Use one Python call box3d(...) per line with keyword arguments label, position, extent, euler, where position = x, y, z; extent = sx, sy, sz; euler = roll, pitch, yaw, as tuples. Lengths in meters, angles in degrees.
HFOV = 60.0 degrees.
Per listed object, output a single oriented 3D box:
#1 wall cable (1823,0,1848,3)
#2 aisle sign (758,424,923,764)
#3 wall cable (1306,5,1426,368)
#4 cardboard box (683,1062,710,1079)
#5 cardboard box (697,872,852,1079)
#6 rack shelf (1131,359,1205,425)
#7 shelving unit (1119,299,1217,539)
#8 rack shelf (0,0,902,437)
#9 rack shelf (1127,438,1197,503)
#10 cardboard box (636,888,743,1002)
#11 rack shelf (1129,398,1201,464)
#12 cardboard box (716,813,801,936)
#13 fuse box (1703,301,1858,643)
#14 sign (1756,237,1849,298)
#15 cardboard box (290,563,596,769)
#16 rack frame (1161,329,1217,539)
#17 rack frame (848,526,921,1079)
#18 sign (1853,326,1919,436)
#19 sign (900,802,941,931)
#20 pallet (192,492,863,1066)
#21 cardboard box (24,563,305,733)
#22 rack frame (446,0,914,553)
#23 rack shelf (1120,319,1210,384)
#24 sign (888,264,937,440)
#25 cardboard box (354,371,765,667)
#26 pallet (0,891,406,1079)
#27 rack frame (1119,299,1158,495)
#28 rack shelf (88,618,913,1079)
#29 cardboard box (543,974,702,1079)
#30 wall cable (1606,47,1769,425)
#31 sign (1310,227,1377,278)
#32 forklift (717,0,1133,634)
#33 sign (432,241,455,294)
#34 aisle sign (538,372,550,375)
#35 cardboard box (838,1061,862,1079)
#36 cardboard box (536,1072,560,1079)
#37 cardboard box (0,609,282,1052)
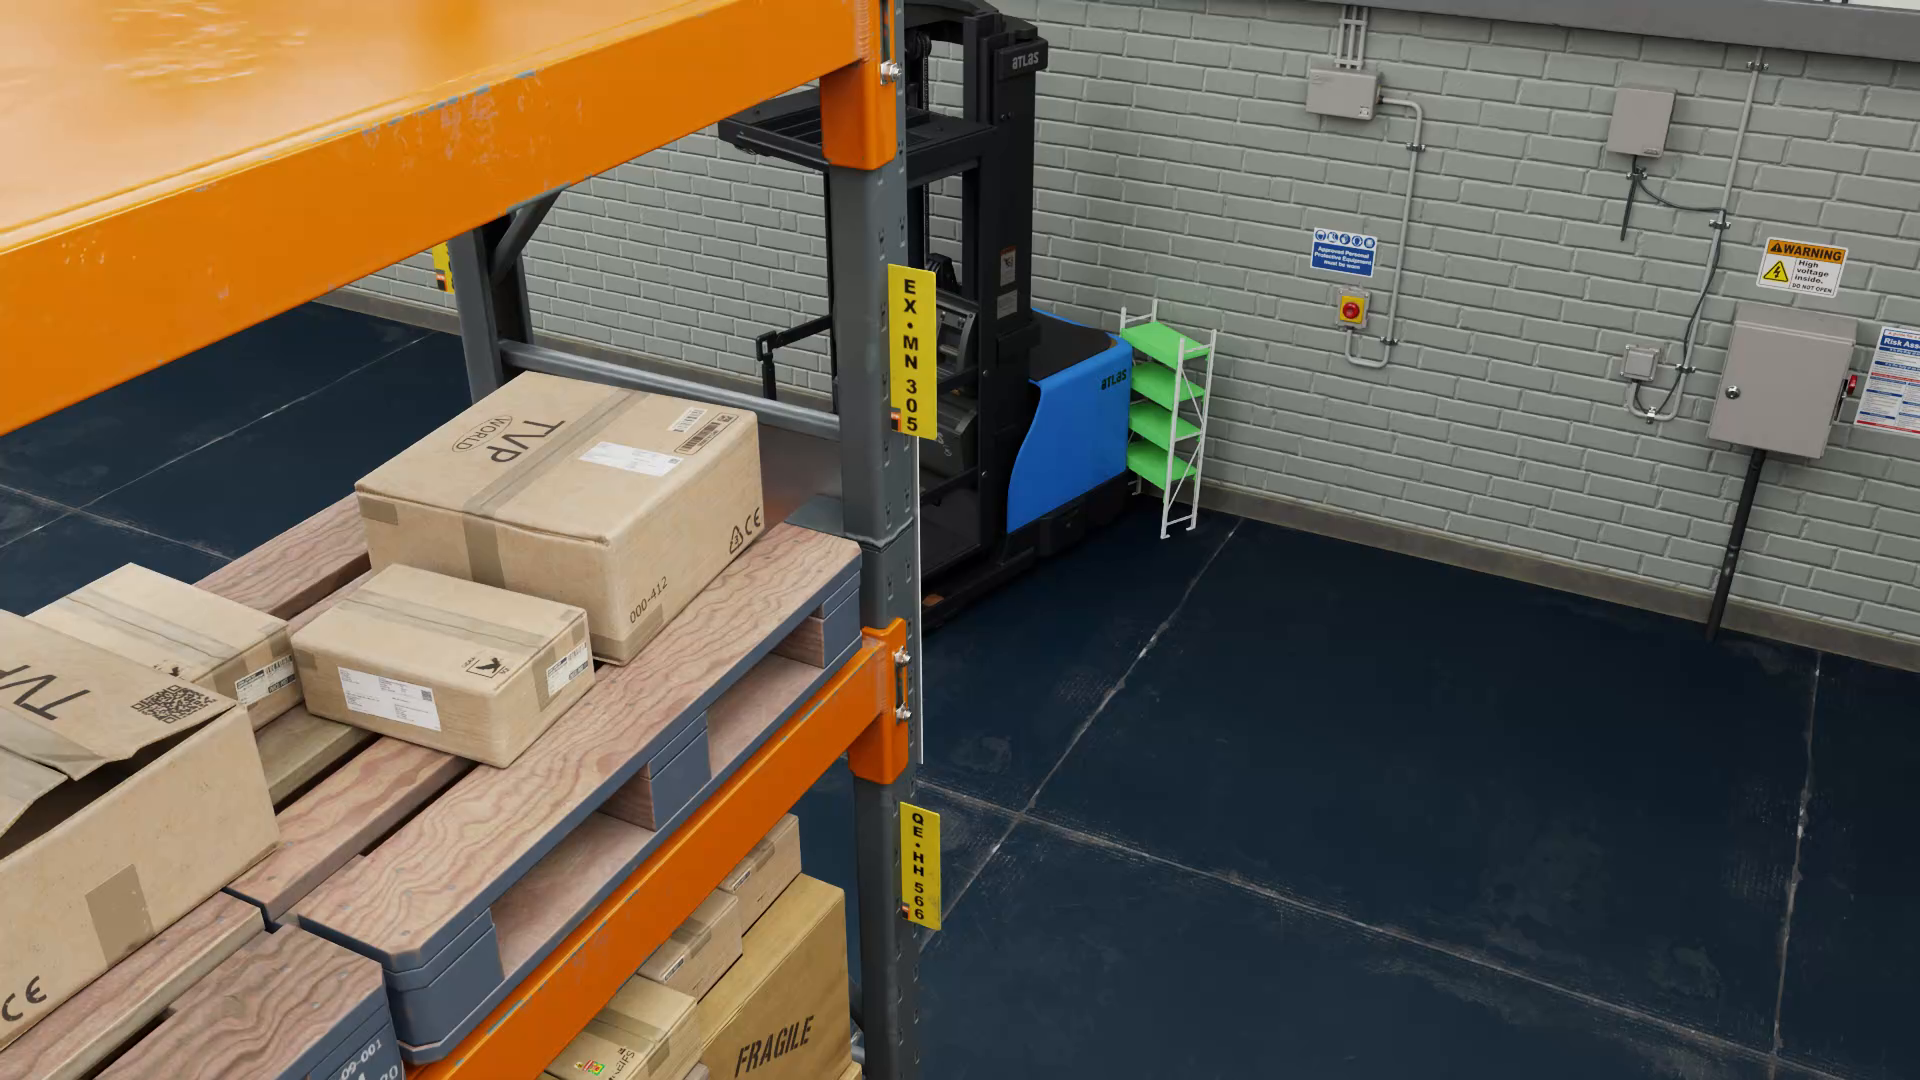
box3d(label="wall cable", position=(4.907, -3.198, 5.746), extent=(2.988, 3.039, 0.133), euler=(14, 33, 23))
box3d(label="aisle sign", position=(-0.256, 0.096, 3.461), extent=(0.394, 0.787, 0.004), euler=(14, 33, 23))
box3d(label="wall cable", position=(1.983, -1.775, 8.277), extent=(0.585, 1.953, 0.123), euler=(14, 33, 23))
box3d(label="cardboard box", position=(-0.785, 1.214, 3.020), extent=(0.500, 0.500, 0.500), euler=(14, 33, 23))
box3d(label="cardboard box", position=(-0.573, 0.975, 3.435), extent=(0.500, 0.500, 0.500), euler=(15, 33, 25))
box3d(label="rack shelf", position=(1.105, -0.816, 9.103), extent=(0.258, 0.148, 0.480), euler=(-17, 35, -29))
box3d(label="shelving unit", position=(1.101, -0.663, 9.191), extent=(0.258, 1.200, 0.503), euler=(-17, 35, -29))
box3d(label="rack shelf", position=(-1.476, -0.045, 1.416), extent=(1.077, 0.370, 4.000), euler=(14, 33, 23))
box3d(label="rack shelf", position=(1.093, -0.399, 9.342), extent=(0.258, 0.148, 0.480), euler=(-17, 35, -29))
box3d(label="cardboard box", position=(-0.644, 0.749, 3.178), extent=(0.380, 0.149, 0.250), euler=(15, 33, 24))
box3d(label="rack shelf", position=(1.099, -0.608, 9.223), extent=(0.258, 0.148, 0.480), euler=(-17, 35, -29))
box3d(label="cardboard box", position=(-0.550, 0.631, 3.384), extent=(0.380, 0.149, 0.250), euler=(15, 33, 24))
box3d(label="fuse box", position=(3.787, -0.221, 7.916), extent=(0.539, 1.711, 0.414), euler=(14, 33, 23))
box3d(label="sign", position=(3.832, -1.242, 7.571), extent=(0.339, 0.242, 0.001), euler=(14, 33, 23))
box3d(label="cardboard box", position=(-0.810, 0.191, 2.623), extent=(0.380, 0.149, 0.250), euler=(12, 32, 19))
box3d(label="rack frame", position=(1.236, -0.559, 9.016), extent=(0.240, 1.200, 0.015), euler=(-17, 35, -29))
box3d(label="rack frame", position=(-0.565, 1.184, 4.175), extent=(1.000, 3.000, 0.127), euler=(14, 33, 23))
box3d(label="sign", position=(4.321, -0.718, 7.583), extent=(0.329, 0.494, 0.001), euler=(14, 33, 23))
box3d(label="sign", position=(-0.088, 0.709, 3.603), extent=(0.100, 0.325, 0.005), euler=(14, 33, 23))
box3d(label="pallet", position=(-0.894, 0.253, 2.874), extent=(1.003, 0.211, 1.213), euler=(14, 33, 23))
box3d(label="cardboard box", position=(-1.265, 0.197, 2.612), extent=(0.380, 0.149, 0.250), euler=(16, 33, 25))
box3d(label="rack frame", position=(-0.565, -1.417, 2.681), extent=(1.000, 3.000, 0.127), euler=(14, 33, 23))
box3d(label="rack shelf", position=(1.111, -1.024, 8.984), extent=(0.258, 0.148, 0.480), euler=(-17, 35, -29))
box3d(label="sign", position=(-0.088, -0.337, 3.002), extent=(0.100, 0.325, 0.005), euler=(14, 33, 23))
box3d(label="cardboard box", position=(-0.690, -0.057, 2.953), extent=(0.500, 0.250, 0.500), euler=(11, 32, 19))
box3d(label="pallet", position=(-1.448, 0.796, 1.928), extent=(1.003, 0.211, 1.213), euler=(14, 33, 23))
box3d(label="rack frame", position=(0.965, -0.767, 9.365), extent=(0.240, 1.200, 0.015), euler=(-17, 35, -29))
box3d(label="rack shelf", position=(-1.476, 1.082, 2.063), extent=(1.077, 0.370, 4.000), euler=(14, 33, 23))
box3d(label="cardboard box", position=(-0.687, 0.882, 2.946), extent=(0.380, 0.149, 0.250), euler=(14, 33, 23))
box3d(label="wall cable", position=(3.251, -1.445, 7.733), extent=(0.588, 1.984, 0.122), euler=(14, 33, 23))
box3d(label="sign", position=(1.968, -1.476, 8.536), extent=(0.327, 0.218, 0.001), euler=(14, 33, 23))
box3d(label="forklift", position=(-0.429, -1.046, 8.128), extent=(1.130, 2.935, 3.031), euler=(25, 38, 37))
box3d(label="sign", position=(-1.056, -0.658, 3.415), extent=(0.100, 0.325, 0.005), euler=(14, 33, 23))
box3d(label="aisle sign", position=(-0.790, -0.041, 3.698), extent=(0.394, 0.787, 0.004), euler=(14, 33, 23))
box3d(label="cardboard box", position=(-0.549, 1.415, 3.673), extent=(0.500, 0.500, 0.500), euler=(14, 33, 24))
box3d(label="cardboard box", position=(-0.838, 0.985, 2.768), extent=(0.380, 0.149, 0.250), euler=(15, 33, 24))
box3d(label="cardboard box", position=(-1.291, 0.349, 2.185), extent=(0.500, 0.311, 0.500), euler=(15, 33, 24))
